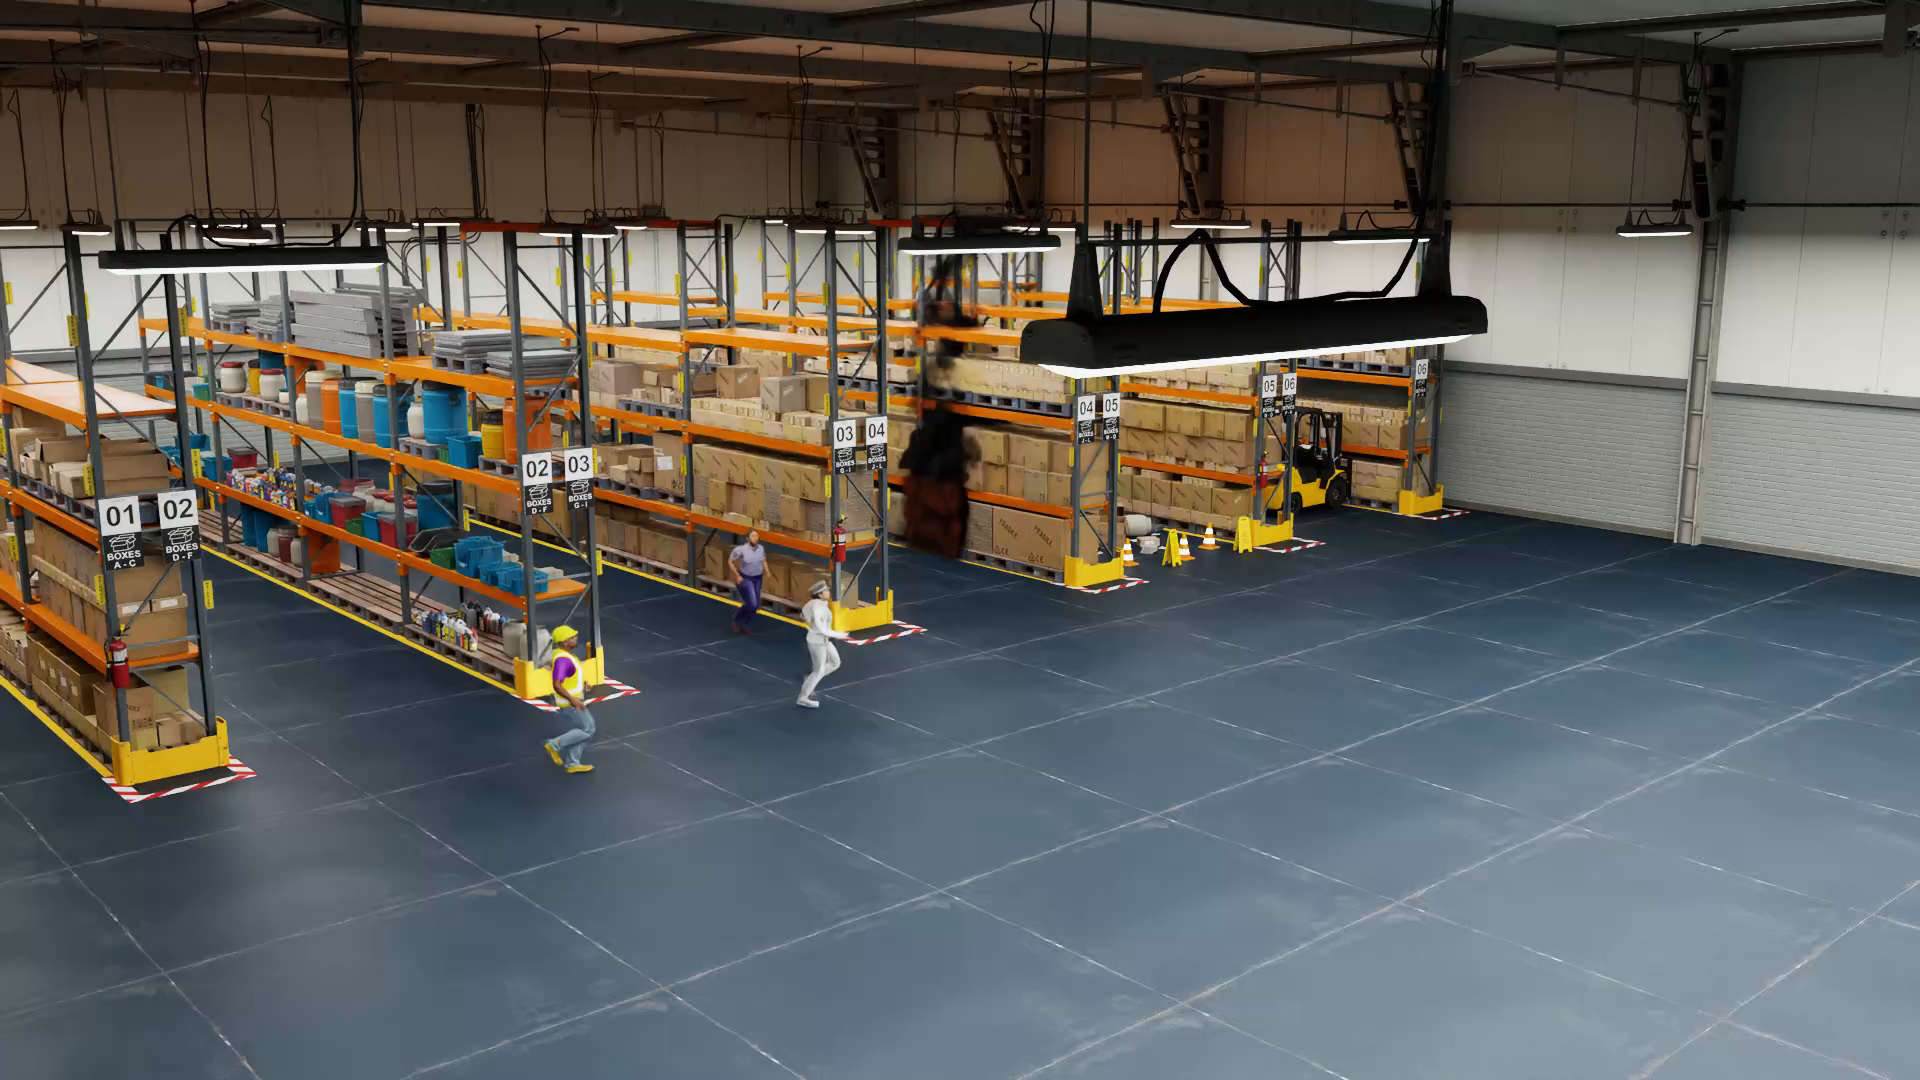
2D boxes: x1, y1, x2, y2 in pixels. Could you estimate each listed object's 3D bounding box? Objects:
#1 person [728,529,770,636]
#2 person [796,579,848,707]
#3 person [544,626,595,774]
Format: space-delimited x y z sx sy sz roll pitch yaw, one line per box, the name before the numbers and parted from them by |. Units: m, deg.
person | -3.082 0.642 24.724 0.591 1.604 0.547 -11 16 -42
person | -1.769 1.298 21.262 0.670 1.654 0.639 -1 11 -5
person | -4.402 1.793 18.682 0.578 1.712 0.718 -3 12 -16
